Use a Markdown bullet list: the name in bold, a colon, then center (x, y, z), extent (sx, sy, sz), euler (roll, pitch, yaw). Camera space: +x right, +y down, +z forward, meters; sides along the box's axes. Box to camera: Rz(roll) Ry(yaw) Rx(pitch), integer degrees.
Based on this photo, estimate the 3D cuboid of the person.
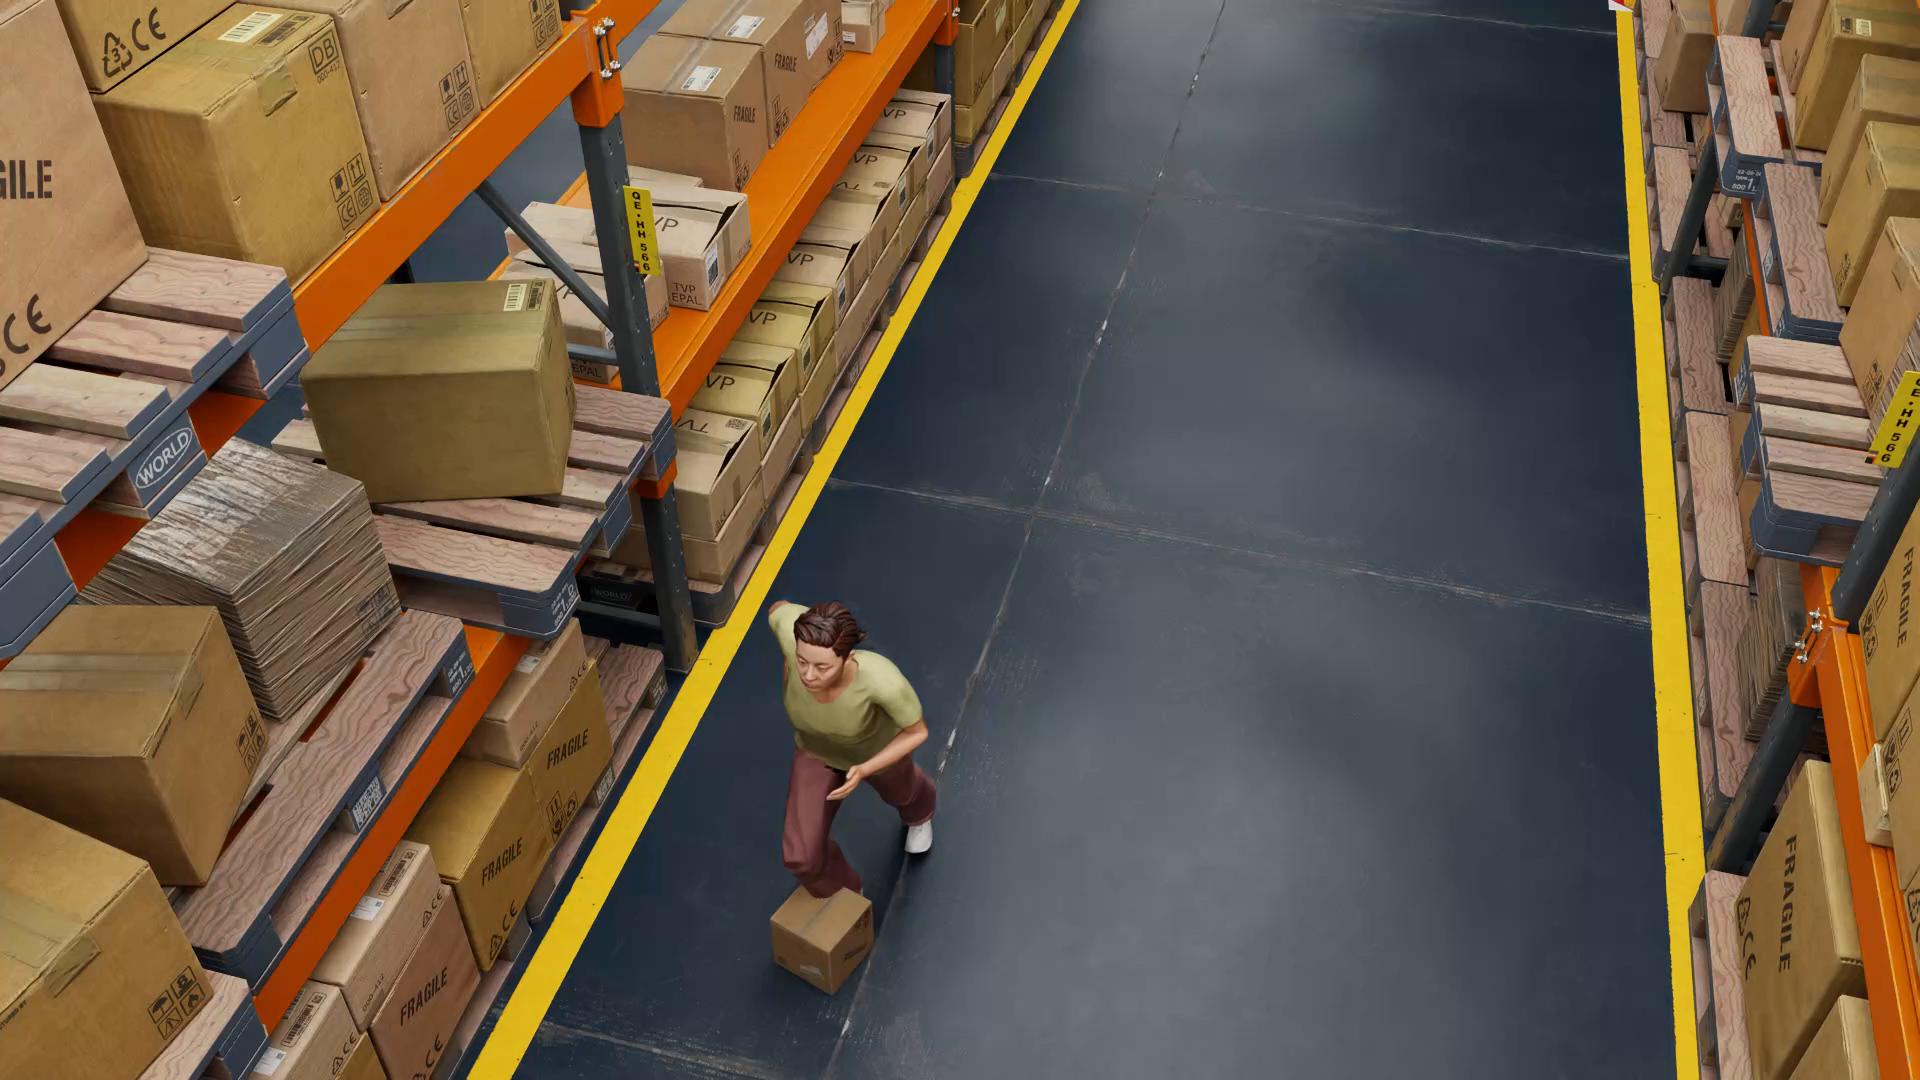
- **person**: center (-0.347, 0.671, 5.446), extent (0.571, 1.600, 0.913), euler (7, 42, 8)
